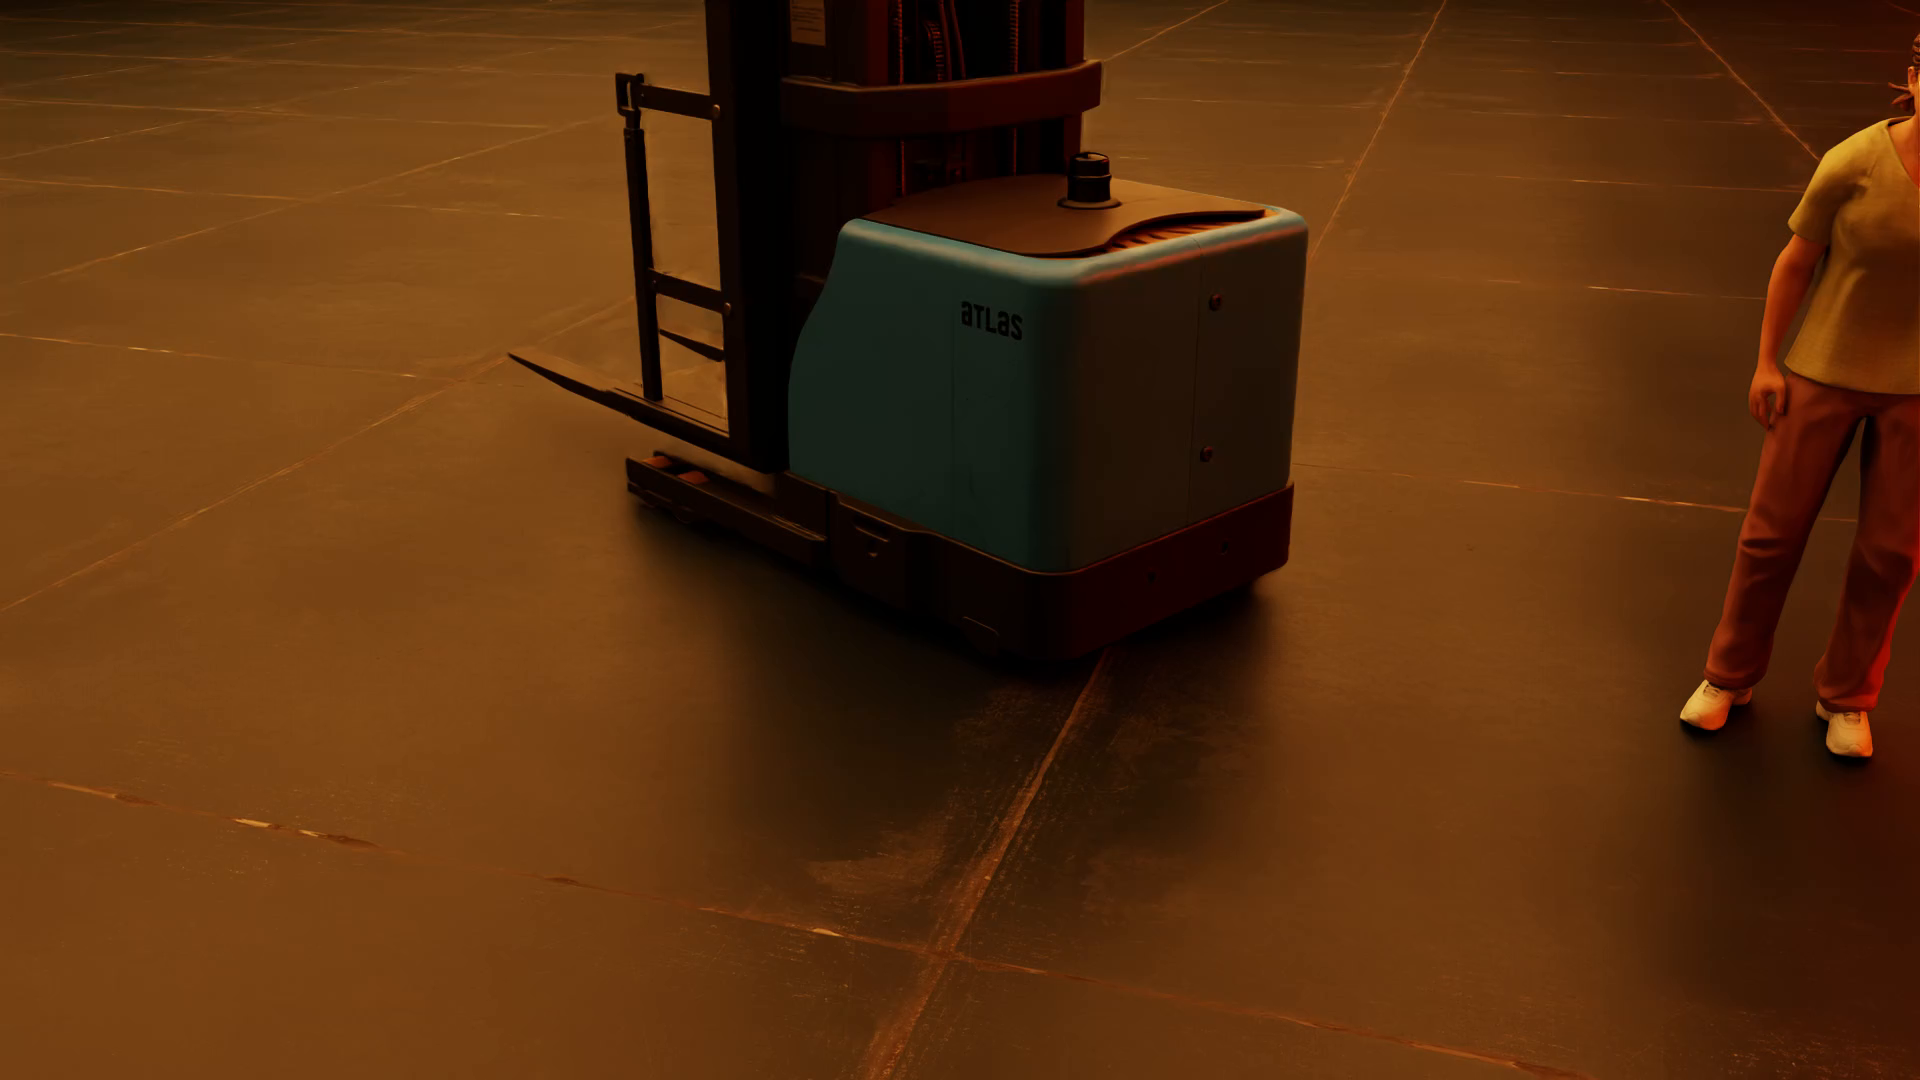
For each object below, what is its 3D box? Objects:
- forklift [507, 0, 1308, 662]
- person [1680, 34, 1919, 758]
[{"bbox_3d":[-0.427,-1.523,4.969,1.130,2.935,3.031,-20,29,-39],"label":"forklift"},{"bbox_3d":[2.037,-0.327,3.724,0.523,1.671,0.358,10,25,23],"label":"person"}]
